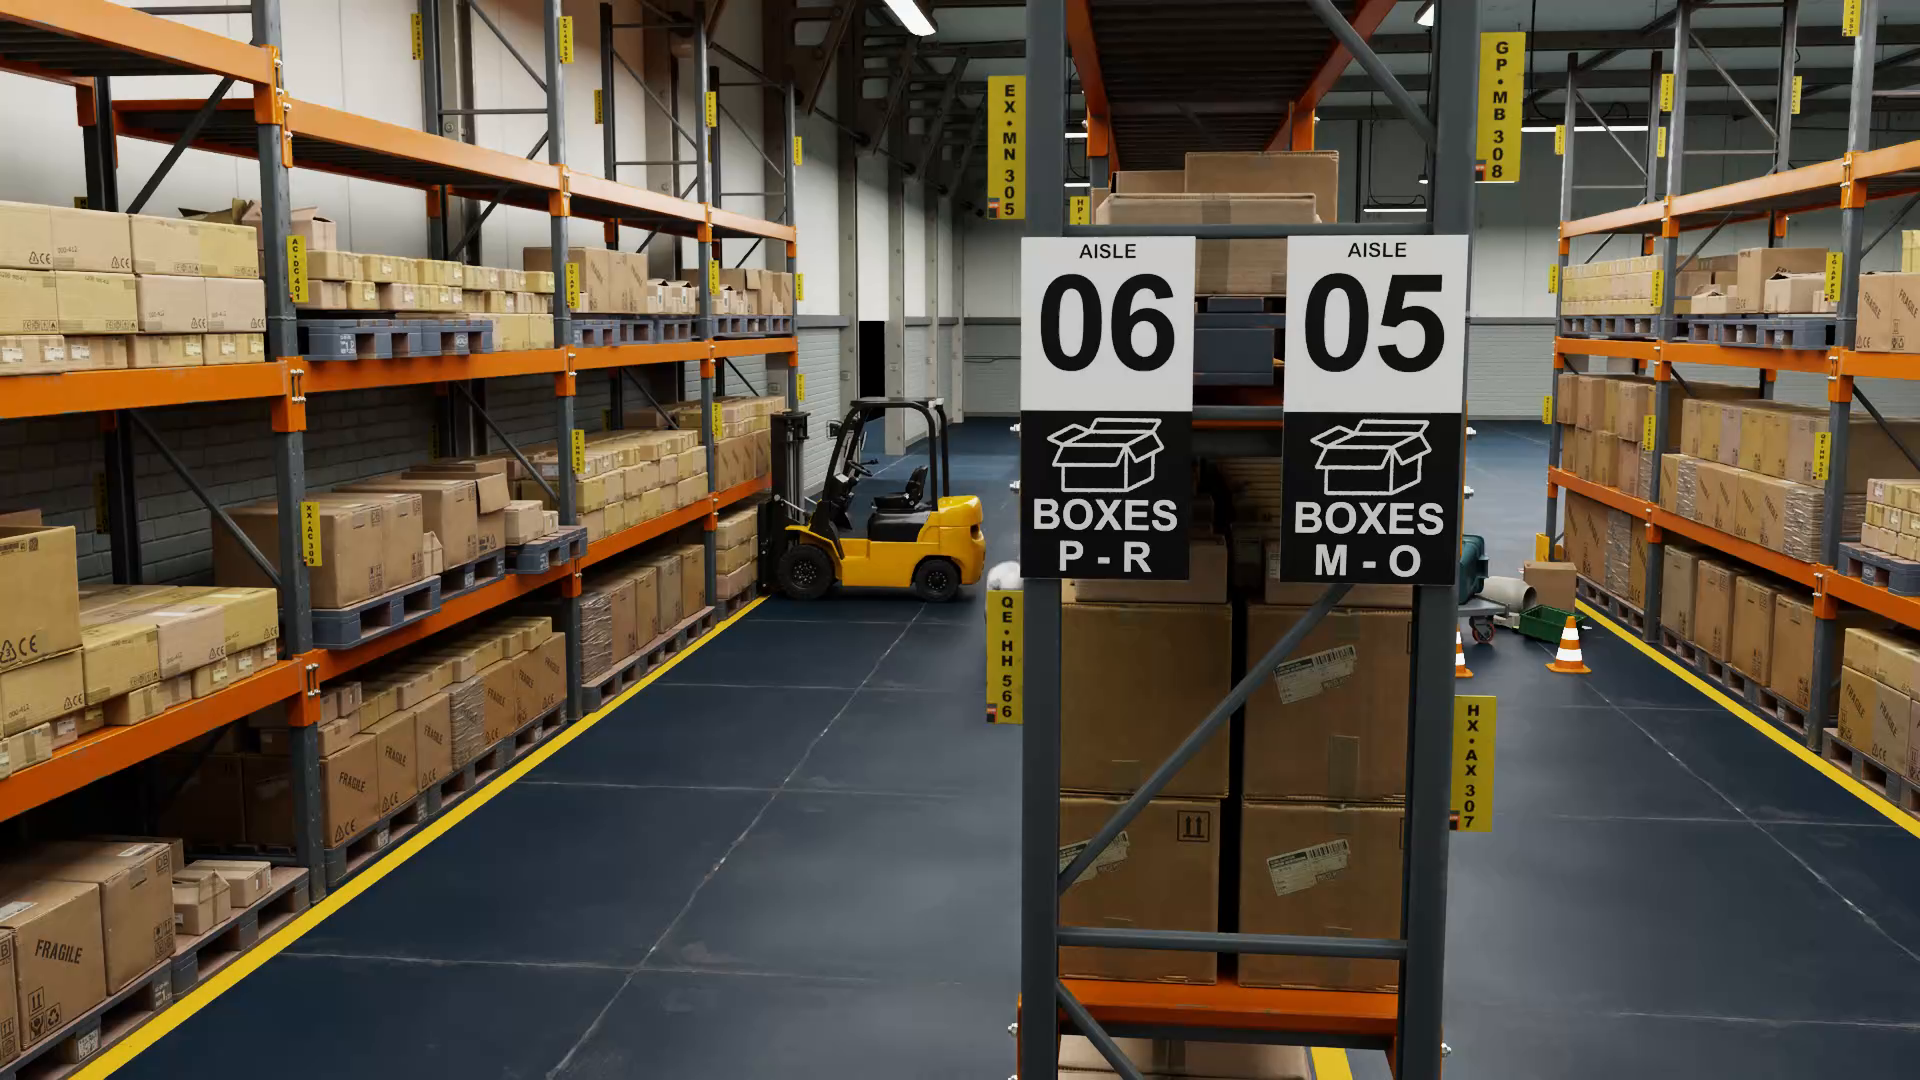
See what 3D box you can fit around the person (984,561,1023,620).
[{"bbox_3d":[0.474,0.611,15.437,0.506,0.795,0.994,1,8,4],"label":"person"}]
